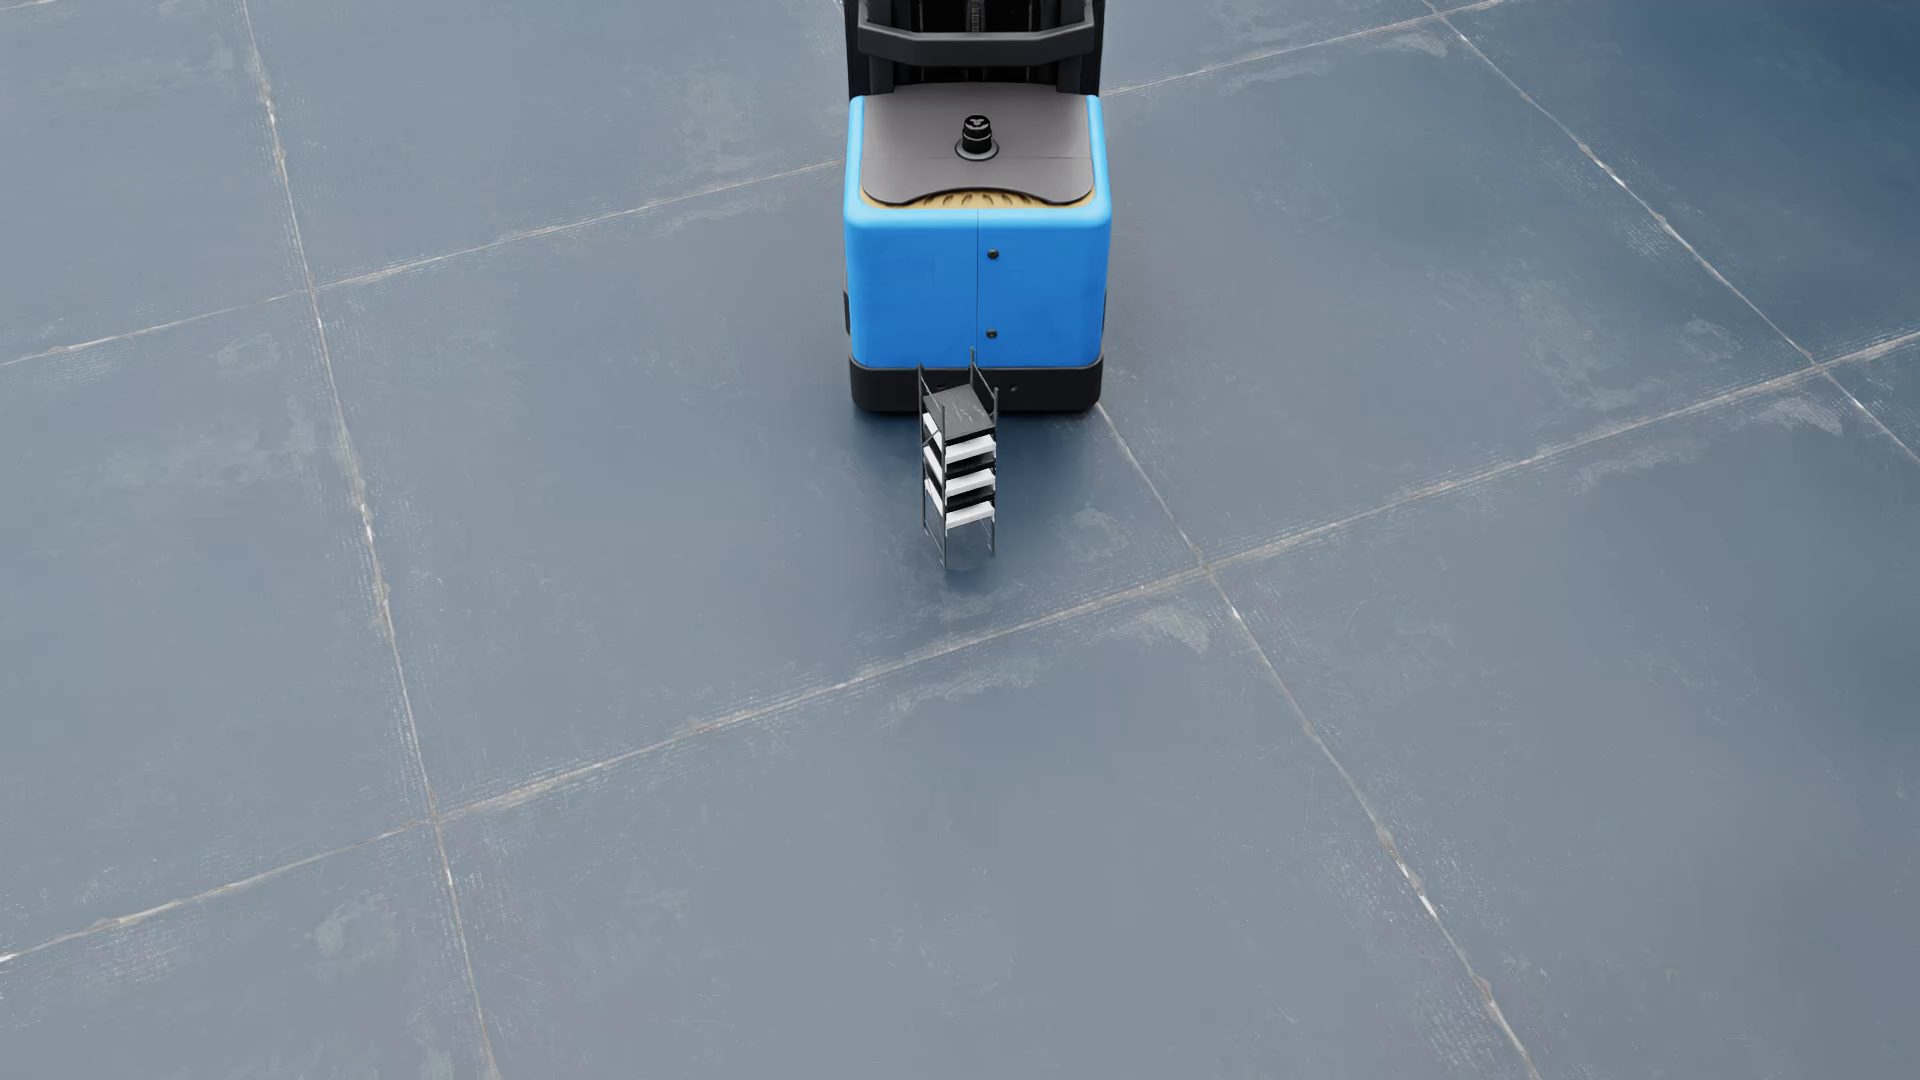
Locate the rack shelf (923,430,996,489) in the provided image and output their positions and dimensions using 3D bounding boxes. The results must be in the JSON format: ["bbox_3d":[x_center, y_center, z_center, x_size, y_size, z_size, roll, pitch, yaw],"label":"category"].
[{"bbox_3d":[-0.008,-0.328,6.204,0.200,0.077,0.258,-17,52,-14],"label":"rack shelf"}]

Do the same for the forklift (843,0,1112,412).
[{"bbox_3d":[0.058,-2.596,6.888,1.130,2.935,3.031,0,49,0],"label":"forklift"}]

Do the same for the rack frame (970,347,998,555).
[{"bbox_3d":[0.087,-0.320,6.272,0.006,0.900,0.240,-17,52,-14],"label":"rack frame"}]

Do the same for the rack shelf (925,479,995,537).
[{"bbox_3d":[-0.008,-0.152,6.409,0.200,0.077,0.258,-17,52,-14],"label":"rack shelf"}]

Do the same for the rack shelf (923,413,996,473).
[{"bbox_3d":[-0.008,-0.386,6.136,0.200,0.077,0.258,-17,52,-14],"label":"rack shelf"}]

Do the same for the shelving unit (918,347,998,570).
[{"bbox_3d":[-0.008,-0.291,6.247,0.210,0.900,0.258,-17,52,-14],"label":"shelving unit"}]

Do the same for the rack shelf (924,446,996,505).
[{"bbox_3d":[-0.008,-0.269,6.273,0.200,0.077,0.258,-17,52,-14],"label":"rack shelf"}]

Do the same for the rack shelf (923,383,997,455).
[{"bbox_3d":[-0.008,-0.445,6.068,0.200,0.077,0.258,-17,52,-14],"label":"rack shelf"}]

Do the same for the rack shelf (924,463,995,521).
[{"bbox_3d":[-0.008,-0.211,6.341,0.200,0.077,0.258,-17,52,-14],"label":"rack shelf"}]

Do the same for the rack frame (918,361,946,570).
[{"bbox_3d":[-0.102,-0.262,6.222,0.006,0.900,0.240,-17,52,-14],"label":"rack frame"}]
